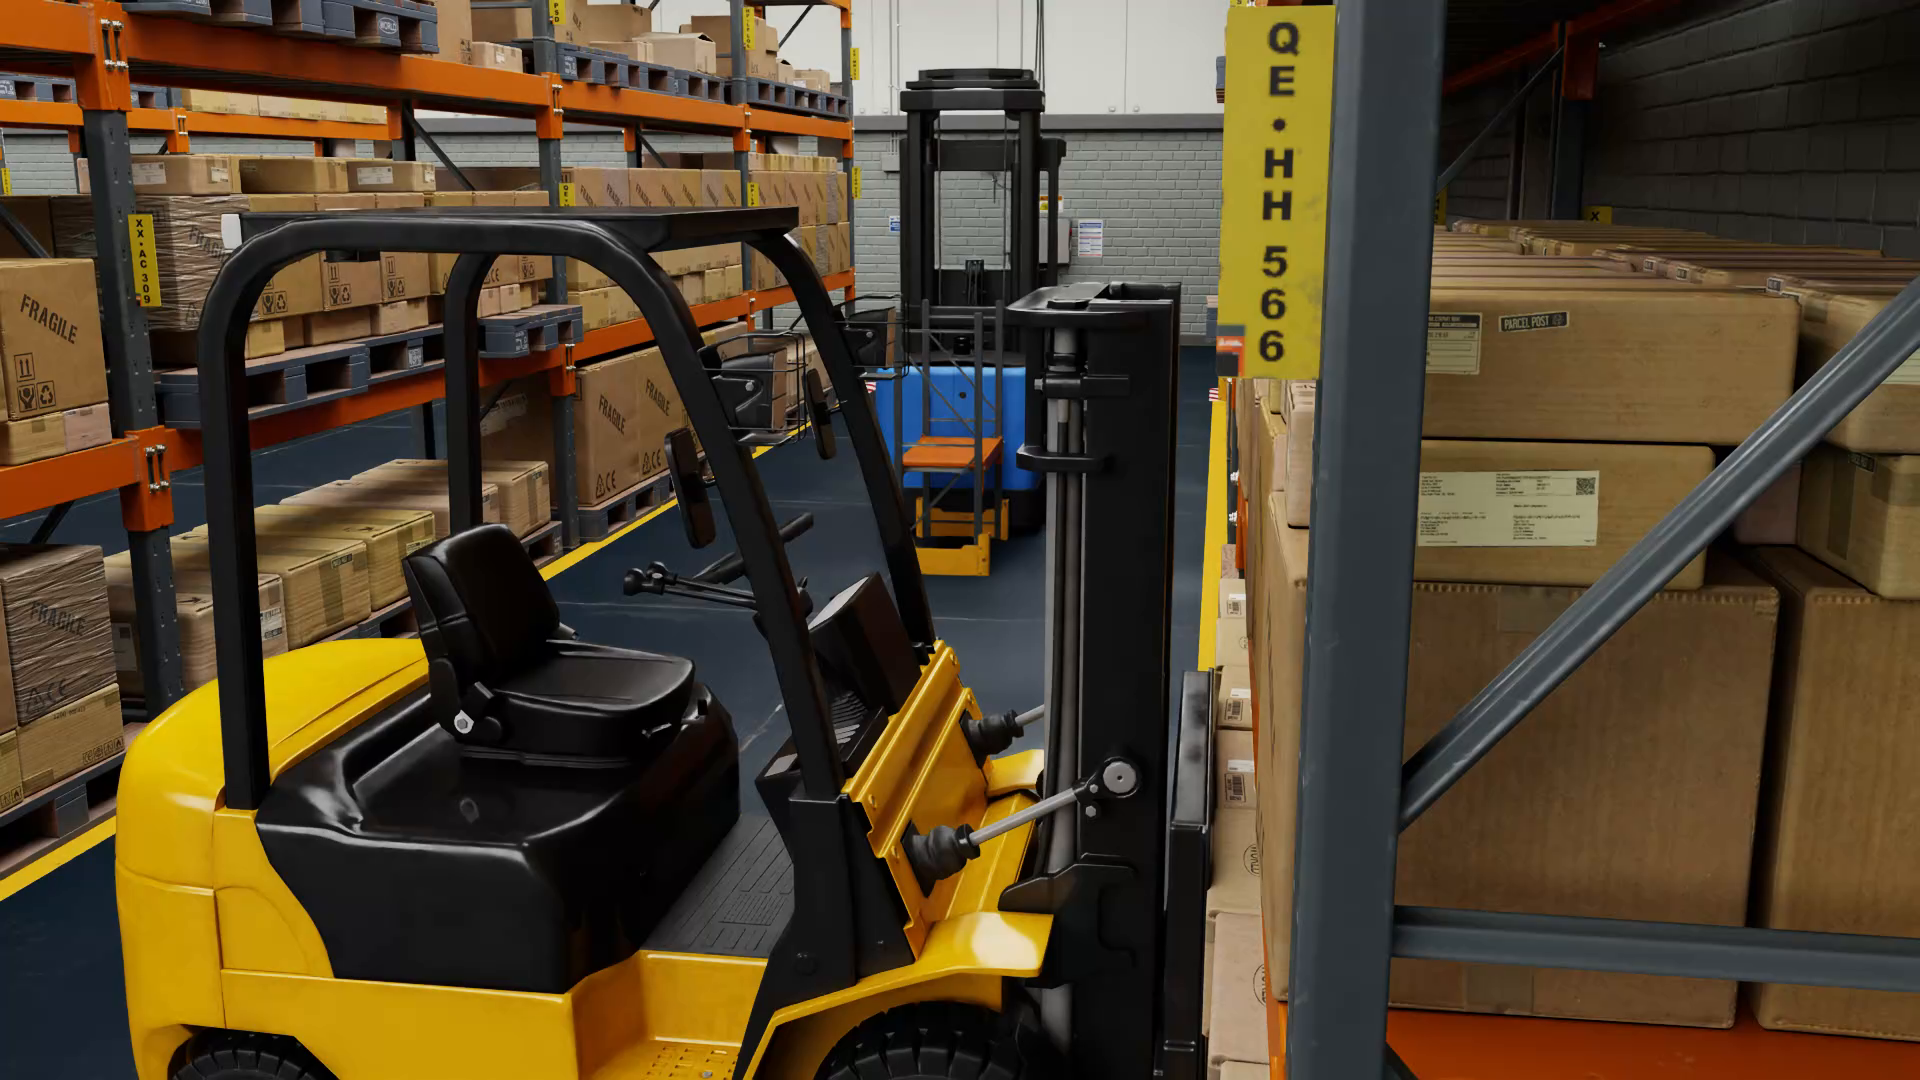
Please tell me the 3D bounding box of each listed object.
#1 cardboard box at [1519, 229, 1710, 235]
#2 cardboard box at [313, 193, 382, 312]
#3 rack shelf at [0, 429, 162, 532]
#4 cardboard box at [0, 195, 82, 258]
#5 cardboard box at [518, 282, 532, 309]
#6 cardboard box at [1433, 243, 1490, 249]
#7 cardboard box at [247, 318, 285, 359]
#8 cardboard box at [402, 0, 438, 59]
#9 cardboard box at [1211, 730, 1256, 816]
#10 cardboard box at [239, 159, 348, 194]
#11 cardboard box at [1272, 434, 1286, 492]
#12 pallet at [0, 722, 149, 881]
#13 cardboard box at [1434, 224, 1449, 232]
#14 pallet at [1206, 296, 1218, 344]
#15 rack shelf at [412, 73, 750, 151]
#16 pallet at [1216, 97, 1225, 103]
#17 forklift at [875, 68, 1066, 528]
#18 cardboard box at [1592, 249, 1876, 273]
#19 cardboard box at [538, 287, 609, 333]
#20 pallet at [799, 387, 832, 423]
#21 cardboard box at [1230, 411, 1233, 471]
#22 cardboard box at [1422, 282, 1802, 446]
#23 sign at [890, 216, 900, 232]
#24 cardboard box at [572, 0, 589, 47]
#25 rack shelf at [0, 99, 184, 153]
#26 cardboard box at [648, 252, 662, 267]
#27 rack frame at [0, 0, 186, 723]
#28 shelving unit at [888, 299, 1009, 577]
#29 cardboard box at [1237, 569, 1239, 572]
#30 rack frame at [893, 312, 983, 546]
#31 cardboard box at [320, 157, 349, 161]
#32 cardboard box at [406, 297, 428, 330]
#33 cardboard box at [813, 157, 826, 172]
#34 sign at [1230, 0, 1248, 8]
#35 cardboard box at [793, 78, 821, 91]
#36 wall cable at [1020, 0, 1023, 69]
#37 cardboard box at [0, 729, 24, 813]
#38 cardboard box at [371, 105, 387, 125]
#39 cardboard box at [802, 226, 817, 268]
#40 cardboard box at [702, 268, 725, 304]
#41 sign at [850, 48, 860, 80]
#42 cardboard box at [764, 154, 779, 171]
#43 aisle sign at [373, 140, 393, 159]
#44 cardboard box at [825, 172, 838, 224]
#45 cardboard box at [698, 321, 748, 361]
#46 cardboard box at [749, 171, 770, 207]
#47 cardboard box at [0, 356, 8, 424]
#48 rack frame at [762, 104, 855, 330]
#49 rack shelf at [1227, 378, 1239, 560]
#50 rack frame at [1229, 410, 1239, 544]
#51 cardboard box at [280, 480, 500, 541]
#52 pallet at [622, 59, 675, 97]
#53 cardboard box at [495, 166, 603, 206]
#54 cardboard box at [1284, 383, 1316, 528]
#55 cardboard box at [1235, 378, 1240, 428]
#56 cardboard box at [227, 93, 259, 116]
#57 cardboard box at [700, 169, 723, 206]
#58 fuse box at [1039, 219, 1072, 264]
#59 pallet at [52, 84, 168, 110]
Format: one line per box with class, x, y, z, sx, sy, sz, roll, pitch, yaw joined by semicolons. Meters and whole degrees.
cardboard box;1.539;-0.658;3.944;0.380;0.149;0.250;2;12;8
cardboard box;-2.951;-1.291;7.426;0.500;0.500;0.500;2;12;8
rack shelf;-3.780;0.171;4.287;1.077;0.370;4.000;2;12;9
cardboard box;-3.628;-1.100;6.537;0.500;0.500;0.500;2;12;8
cardboard box;-2.645;-1.378;9.367;0.380;0.149;0.250;2;12;10
cardboard box;0.762;-0.466;3.052;0.380;0.149;0.250;2;12;10
cardboard box;-3.028;-0.836;6.851;0.380;0.149;0.250;2;12;10
cardboard box;-3.063;-2.628;8.202;0.797;0.503;0.637;2;12;9
cardboard box;0.806;0.623;3.639;0.500;0.250;0.500;2;12;8
cardboard box;-2.985;-1.629;7.454;0.380;0.149;0.250;3;12;12
cardboard box;0.723;0.128;2.540;0.500;0.500;0.500;2;12;10
pallet;-3.540;0.907;5.782;1.003;0.211;1.213;2;12;9
cardboard box;1.110;-0.781;4.513;0.380;0.149;0.250;2;12;8
pallet;2.083;-1.319;9.949;1.213;0.211;1.003;2;12;9
rack shelf;-2.549;-2.960;11.698;1.077;0.370;4.000;2;12;9
pallet;2.494;-3.343;12.212;1.213;0.211;1.003;2;12;9
forklift;0.163;-1.771;11.752;1.130;2.935;3.031;2;12;8
cardboard box;1.249;-0.394;2.718;0.380;0.149;0.250;2;12;10
cardboard box;-2.533;-1.450;10.457;0.500;0.250;0.500;2;12;8
pallet;-1.862;-1.309;16.068;1.003;0.211;1.213;2;12;9
cardboard box;2.128;-0.669;11.416;0.500;0.500;0.500;1;12;7
cardboard box;0.665;-0.197;1.804;0.380;0.149;0.250;2;12;9
sign;-0.821;-4.416;23.222;0.327;0.218;0.001;2;12;9
cardboard box;-2.872;-3.526;11.382;0.500;0.500;0.500;2;12;9
rack shelf;-7.456;-3.100;12.345;1.077;0.370;4.000;2;12;9
cardboard box;-2.365;-1.909;11.400;0.500;0.250;0.500;2;12;8
rack frame;-3.472;-0.597;6.143;1.000;3.000;0.127;2;12;9
shelving unit;-0.053;-0.640;9.902;0.587;1.500;1.083;2;12;8
cardboard box;1.939;-0.184;8.869;0.875;0.625;0.625;2;12;10
rack frame;-0.123;-0.532;9.401;0.500;1.500;0.032;2;12;8
cardboard box;-6.507;-3.600;16.761;0.500;0.500;0.500;3;12;12
cardboard box;-2.835;-1.111;8.128;0.380;0.149;0.250;1;12;7
cardboard box;-1.535;-3.707;16.425;0.380;0.149;0.250;2;12;10
sign;1.512;-3.007;8.977;0.100;0.325;0.005;2;12;9
cardboard box;-1.592;-4.506;16.524;0.380;0.149;0.250;1;12;4
wall cable;-0.287;-7.196;22.523;2.355;3.000;0.029;2;12;9
cardboard box;-3.369;0.785;5.261;0.500;0.250;0.500;2;12;7
cardboard box;-6.342;-4.524;17.601;0.500;0.250;0.500;2;12;7
cardboard box;-1.667;-2.715;15.736;0.500;0.500;0.500;2;12;10
cardboard box;-2.141;-1.981;12.923;0.500;0.250;0.500;2;12;8
sign;-1.092;-4.935;17.238;0.100;0.325;0.005;2;12;9
cardboard box;-1.817;-3.332;14.686;0.380;0.149;0.250;2;12;8
aisle sign;-6.226;-4.510;18.132;0.394;0.787;0.004;2;12;9
cardboard box;-1.517;-3.415;16.607;0.500;0.500;0.500;2;12;9
cardboard box;-2.258;-1.297;13.439;0.875;0.875;0.875;2;12;10
cardboard box;-1.929;-2.891;14.178;0.500;0.500;0.500;2;12;9
cardboard box;-3.367;-0.583;5.136;0.500;0.500;0.500;2;12;11
rack frame;-1.627;-3.095;17.734;1.000;3.000;0.127;2;12;9
rack shelf;1.741;-0.501;7.408;1.077;0.370;4.000;2;12;9
rack frame;2.048;-1.269;9.264;1.000;3.000;0.127;2;12;9
cardboard box;-3.059;-0.079;8.981;0.950;0.372;0.625;2;12;8
pallet;-2.641;-3.172;11.421;1.003;0.211;1.213;2;12;11
cardboard box;-2.539;-2.062;10.330;0.500;0.500;0.500;1;12;7
cardboard box;0.604;-0.105;2.086;0.380;0.149;0.250;2;12;10
cardboard box;1.324;-0.582;6.428;0.500;0.250;0.500;2;12;8
cardboard box;-6.748;-3.987;15.109;0.500;0.250;0.500;2;12;8
cardboard box;-2.135;-2.591;12.784;0.500;0.500;0.500;2;12;10
fuse box;1.271;-3.541;22.863;0.539;1.711;0.414;2;12;9
pallet;-7.349;-3.651;13.640;1.213;0.211;1.003;2;12;9
